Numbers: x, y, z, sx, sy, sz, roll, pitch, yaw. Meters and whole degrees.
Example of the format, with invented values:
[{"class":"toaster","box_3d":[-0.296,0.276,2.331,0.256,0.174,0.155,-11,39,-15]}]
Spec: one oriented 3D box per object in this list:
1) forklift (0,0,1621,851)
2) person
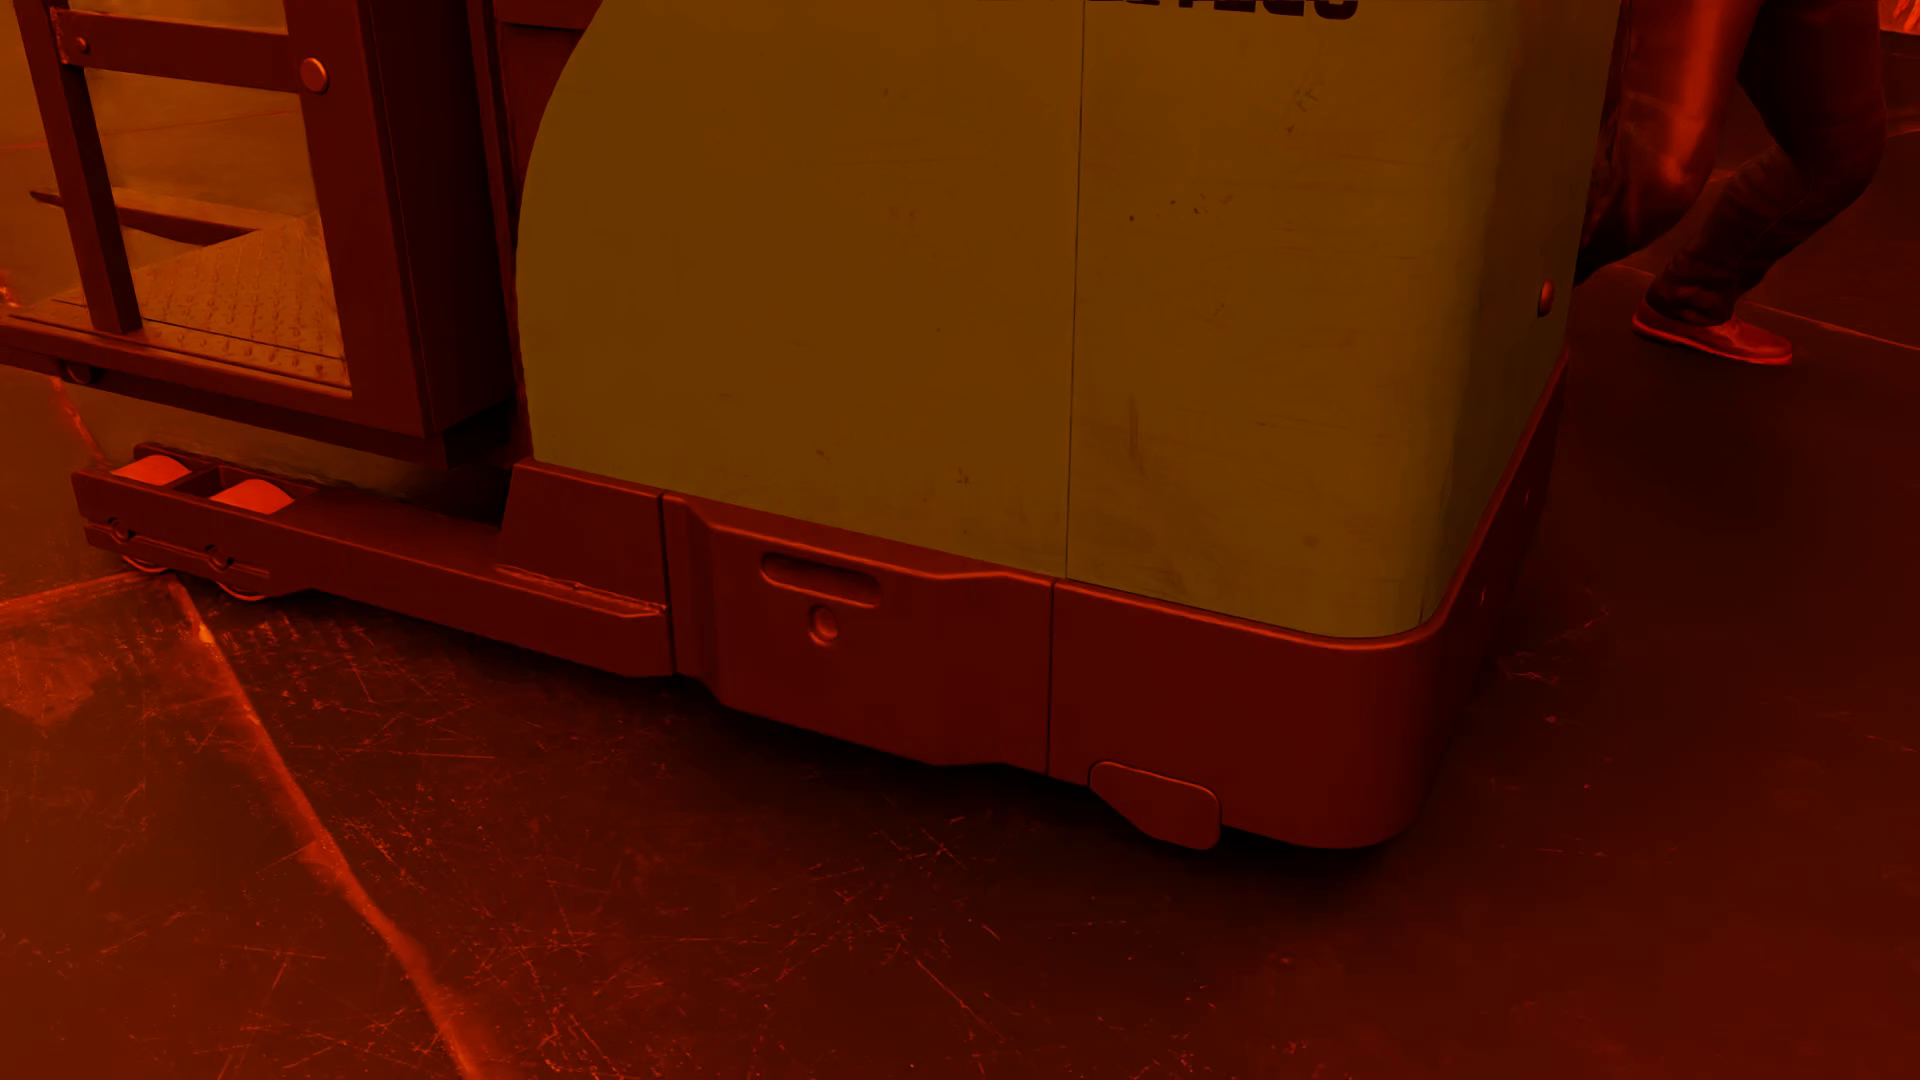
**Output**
[{"class":"forklift","box_3d":[-0.692,-1.422,2.066,3.031,2.935,1.130,12,29,23]},{"class":"person","box_3d":[1.252,-0.973,2.721,0.838,1.568,0.498,-10,28,-19]}]
